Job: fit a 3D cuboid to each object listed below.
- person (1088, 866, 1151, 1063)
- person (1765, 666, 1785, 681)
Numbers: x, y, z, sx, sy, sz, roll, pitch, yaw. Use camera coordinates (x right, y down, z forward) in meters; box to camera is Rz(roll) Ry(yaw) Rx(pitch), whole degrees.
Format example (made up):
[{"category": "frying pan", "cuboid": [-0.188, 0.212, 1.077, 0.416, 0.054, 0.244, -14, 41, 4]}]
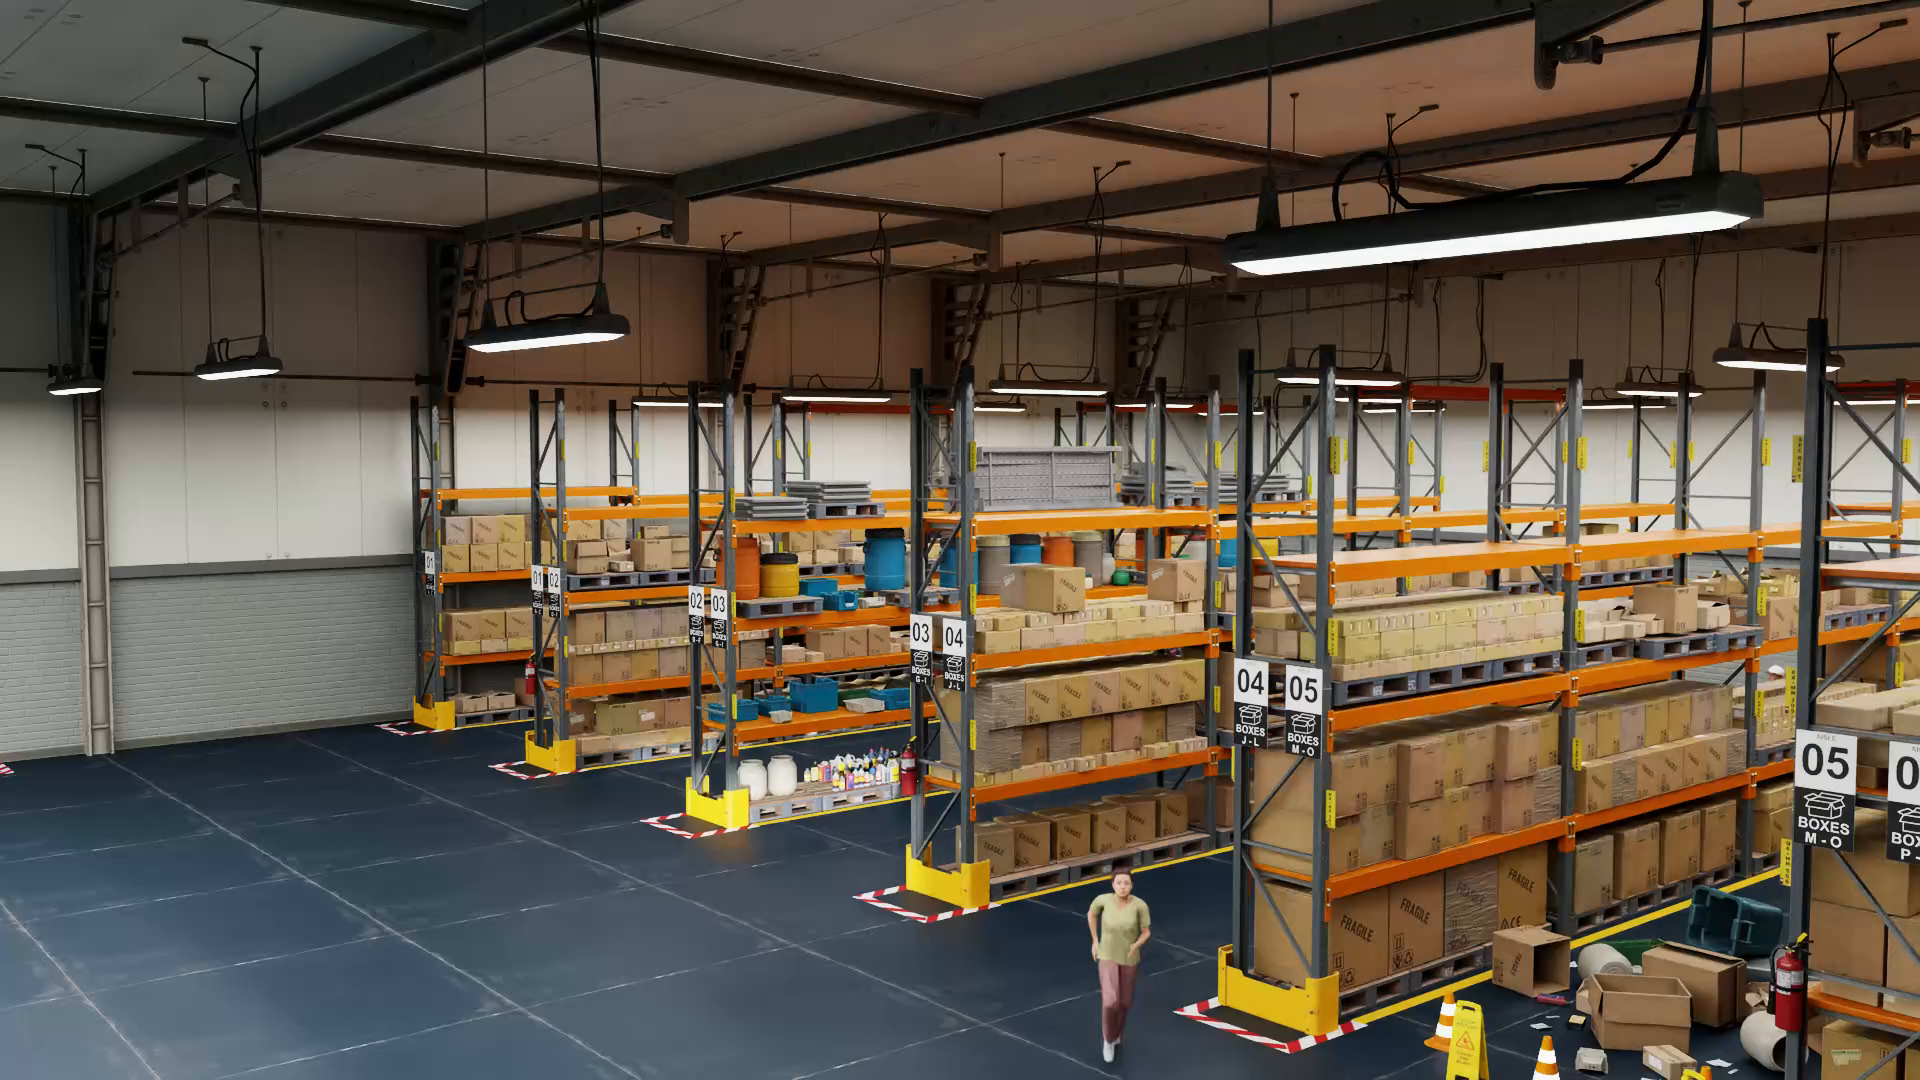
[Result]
[{"category": "person", "cuboid": [1.335, 3.523, 13.909, 0.499, 1.640, 0.749, 0, 3, -2]}, {"category": "person", "cuboid": [12.437, 2.795, 25.203, 0.824, 1.798, 0.659, -2, 4, -28]}]
